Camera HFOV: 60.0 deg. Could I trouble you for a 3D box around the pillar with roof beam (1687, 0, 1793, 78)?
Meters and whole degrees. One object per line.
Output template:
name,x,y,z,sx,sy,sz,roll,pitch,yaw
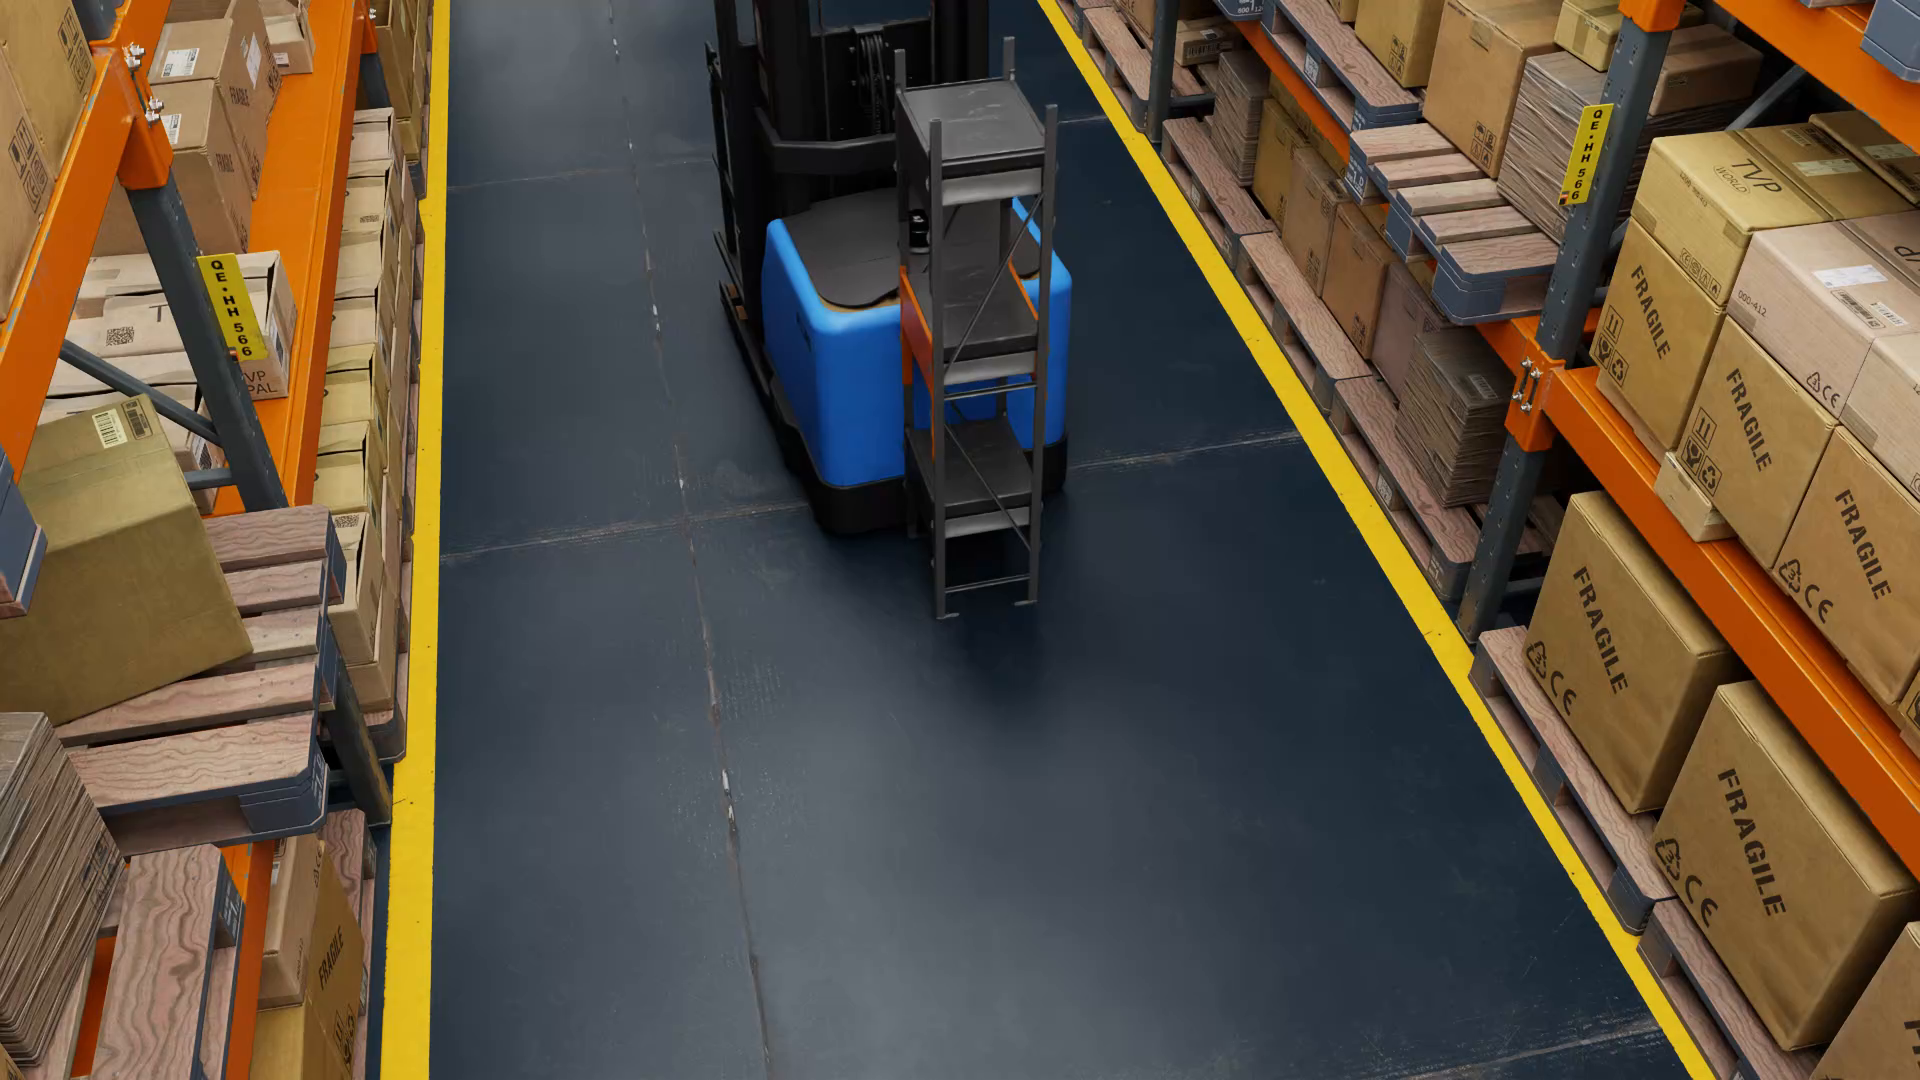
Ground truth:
pillar with roof beam,-1.239,-3.424,3.829,9.100,9.000,0.400,-8,42,-9

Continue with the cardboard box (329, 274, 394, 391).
cardboard box,-2.603,-0.842,6.771,0.500,0.311,0.500,-9,42,-10

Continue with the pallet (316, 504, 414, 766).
pallet,-2.575,0.385,6.157,1.003,0.211,1.213,-8,42,-9

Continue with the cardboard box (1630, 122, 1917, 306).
cardboard box,2.253,-0.917,4.645,0.500,0.250,0.500,-7,42,-8

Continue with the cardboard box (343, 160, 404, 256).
cardboard box,-2.813,-1.492,7.504,0.500,0.311,0.500,-7,42,-8

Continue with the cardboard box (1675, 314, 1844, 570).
cardboard box,2.360,-0.294,4.508,0.500,0.500,0.500,-7,42,-8

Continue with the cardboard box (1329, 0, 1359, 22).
cardboard box,1.900,-2.505,6.906,0.700,0.500,0.500,-3,42,-3

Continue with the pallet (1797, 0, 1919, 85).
pallet,2.592,-1.472,4.032,1.213,0.211,1.003,-7,42,-7

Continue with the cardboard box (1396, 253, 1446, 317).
cardboard box,2.133,-1.178,6.805,0.500,0.250,0.500,-8,42,-8

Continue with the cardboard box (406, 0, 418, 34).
cardboard box,-3.309,-3.114,9.189,0.500,0.500,0.500,-8,42,-9

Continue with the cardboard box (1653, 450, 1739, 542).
cardboard box,2.266,-0.149,4.832,0.380,0.149,0.250,-7,42,-8

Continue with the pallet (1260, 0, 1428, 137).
pallet,1.934,-2.036,6.929,1.003,0.211,1.213,-8,42,-9

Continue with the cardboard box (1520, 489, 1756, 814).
cardboard box,2.432,0.312,5.442,0.750,0.750,0.750,-9,42,-10

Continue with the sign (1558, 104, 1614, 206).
sign,1.873,-1.150,4.974,0.100,0.325,0.005,-8,42,-9

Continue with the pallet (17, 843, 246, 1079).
pallet,-2.011,1.213,3.268,1.003,0.211,1.213,-8,42,-9

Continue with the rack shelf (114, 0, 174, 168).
rack shelf,-2.867,-2.268,5.327,1.077,0.370,4.000,-8,42,-9

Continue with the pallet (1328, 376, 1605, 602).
pallet,2.234,-0.295,6.923,1.003,0.211,1.213,-8,42,-9

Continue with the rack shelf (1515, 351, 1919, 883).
rack shelf,2.833,0.735,4.205,1.077,0.370,4.000,-8,42,-9

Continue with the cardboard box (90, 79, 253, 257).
cardboard box,-2.813,-1.241,5.813,0.500,0.500,0.500,-10,43,-12

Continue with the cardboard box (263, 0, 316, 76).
cardboard box,-2.929,-2.117,6.977,0.396,0.266,0.258,-9,42,-10

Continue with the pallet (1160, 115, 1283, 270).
pallet,1.707,-1.876,8.705,1.003,0.211,1.213,-8,42,-9

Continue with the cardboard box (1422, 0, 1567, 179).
cardboard box,2.143,-1.694,5.992,0.700,0.500,0.500,-12,43,-13

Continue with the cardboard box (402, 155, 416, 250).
cardboard box,-2.926,-1.613,8.062,0.500,0.250,0.500,-9,42,-10

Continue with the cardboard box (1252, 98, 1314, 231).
cardboard box,1.873,-1.851,8.127,0.700,0.500,0.500,-9,42,-10

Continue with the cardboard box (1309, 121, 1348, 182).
cardboard box,1.927,-1.837,7.547,0.500,0.250,0.500,-9,42,-11

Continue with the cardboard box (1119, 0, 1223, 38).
cardboard box,1.274,-3.320,9.782,0.500,0.500,0.500,-11,43,-12

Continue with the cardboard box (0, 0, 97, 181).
cardboard box,-2.308,-1.000,3.282,0.910,0.500,0.500,-8,42,-9

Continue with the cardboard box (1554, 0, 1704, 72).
cardboard box,2.213,-1.701,5.511,0.380,0.149,0.250,-15,44,-16

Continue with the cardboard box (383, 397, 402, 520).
cardboard box,-2.489,-0.291,6.573,0.500,0.250,0.500,-9,42,-10

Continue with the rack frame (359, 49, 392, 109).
rack frame,-3.299,-2.711,7.545,1.000,3.000,0.127,-8,42,-9

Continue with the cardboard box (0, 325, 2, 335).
cardboard box,-2.086,-0.332,2.530,0.910,0.500,0.500,-8,42,-9

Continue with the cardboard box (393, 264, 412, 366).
cardboard box,-2.708,-0.953,7.319,0.500,0.250,0.500,-7,42,-8

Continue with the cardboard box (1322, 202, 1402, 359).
cardboard box,2.062,-1.188,7.381,0.700,0.500,0.500,-9,42,-10

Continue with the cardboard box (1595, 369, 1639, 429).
cardboard box,2.246,-0.498,5.225,0.380,0.149,0.250,-9,42,-10

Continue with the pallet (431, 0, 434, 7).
pallet,-3.956,-3.772,10.840,1.003,0.211,1.213,-8,42,-9

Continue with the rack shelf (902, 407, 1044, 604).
rack shelf,0.043,-0.134,6.395,0.431,0.518,0.480,-10,42,-11

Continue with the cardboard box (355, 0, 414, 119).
cardboard box,-3.093,-2.466,8.458,0.500,0.500,0.500,-8,42,-9

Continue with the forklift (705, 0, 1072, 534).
forklift,-0.505,-2.109,6.918,1.130,2.935,3.031,-12,43,-14

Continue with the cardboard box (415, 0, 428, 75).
cardboard box,-3.308,-2.834,9.438,0.500,0.250,0.500,-8,42,-9

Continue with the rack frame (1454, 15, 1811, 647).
rack frame,2.401,-0.831,5.426,1.000,3.000,0.127,-8,42,-9

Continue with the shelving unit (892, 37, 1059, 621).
shelving unit,0.043,-0.668,5.921,0.431,2.100,0.503,-10,42,-11

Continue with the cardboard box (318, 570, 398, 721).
cardboard box,-2.261,0.371,5.827,0.500,0.250,0.500,-8,42,-9

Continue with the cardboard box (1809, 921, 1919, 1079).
cardboard box,2.802,1.431,4.182,0.750,0.750,0.750,-7,42,-8

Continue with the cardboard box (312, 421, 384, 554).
cardboard box,-2.383,-0.178,6.023,0.500,0.311,0.500,-9,42,-10

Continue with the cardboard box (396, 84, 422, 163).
cardboard box,-3.103,-2.184,8.706,0.500,0.250,0.500,-8,42,-9

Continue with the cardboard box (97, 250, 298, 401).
cardboard box,-2.439,-0.693,5.338,0.500,0.311,0.500,-9,42,-10

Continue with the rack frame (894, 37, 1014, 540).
rack frame,-0.017,-0.825,6.098,0.400,2.100,0.015,-10,42,-11

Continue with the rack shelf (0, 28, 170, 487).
rack shelf,-2.004,0.325,2.406,1.077,0.370,4.000,-8,42,-9

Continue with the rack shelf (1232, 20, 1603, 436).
rack shelf,1.969,-1.858,7.125,1.077,0.370,4.000,-8,42,-9

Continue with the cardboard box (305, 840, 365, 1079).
cardboard box,-2.004,1.225,4.663,0.500,0.500,0.500,-7,42,-8

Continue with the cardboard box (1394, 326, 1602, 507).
cardboard box,2.195,-0.520,6.627,0.700,0.500,0.500,-8,42,-9

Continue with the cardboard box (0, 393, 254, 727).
cardboard box,-2.189,0.079,4.010,0.700,0.500,0.500,-22,46,-23

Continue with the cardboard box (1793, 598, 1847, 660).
cardboard box,2.506,0.164,4.480,0.380,0.149,0.250,-7,42,-8

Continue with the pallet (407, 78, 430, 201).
pallet,-3.429,-2.190,9.058,1.003,0.211,1.213,-8,42,-9

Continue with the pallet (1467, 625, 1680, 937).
pallet,2.497,0.734,5.764,1.003,0.211,1.213,-8,42,-9

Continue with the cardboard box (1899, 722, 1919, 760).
cardboard box,2.587,0.495,4.107,0.380,0.149,0.250,-8,42,-9
